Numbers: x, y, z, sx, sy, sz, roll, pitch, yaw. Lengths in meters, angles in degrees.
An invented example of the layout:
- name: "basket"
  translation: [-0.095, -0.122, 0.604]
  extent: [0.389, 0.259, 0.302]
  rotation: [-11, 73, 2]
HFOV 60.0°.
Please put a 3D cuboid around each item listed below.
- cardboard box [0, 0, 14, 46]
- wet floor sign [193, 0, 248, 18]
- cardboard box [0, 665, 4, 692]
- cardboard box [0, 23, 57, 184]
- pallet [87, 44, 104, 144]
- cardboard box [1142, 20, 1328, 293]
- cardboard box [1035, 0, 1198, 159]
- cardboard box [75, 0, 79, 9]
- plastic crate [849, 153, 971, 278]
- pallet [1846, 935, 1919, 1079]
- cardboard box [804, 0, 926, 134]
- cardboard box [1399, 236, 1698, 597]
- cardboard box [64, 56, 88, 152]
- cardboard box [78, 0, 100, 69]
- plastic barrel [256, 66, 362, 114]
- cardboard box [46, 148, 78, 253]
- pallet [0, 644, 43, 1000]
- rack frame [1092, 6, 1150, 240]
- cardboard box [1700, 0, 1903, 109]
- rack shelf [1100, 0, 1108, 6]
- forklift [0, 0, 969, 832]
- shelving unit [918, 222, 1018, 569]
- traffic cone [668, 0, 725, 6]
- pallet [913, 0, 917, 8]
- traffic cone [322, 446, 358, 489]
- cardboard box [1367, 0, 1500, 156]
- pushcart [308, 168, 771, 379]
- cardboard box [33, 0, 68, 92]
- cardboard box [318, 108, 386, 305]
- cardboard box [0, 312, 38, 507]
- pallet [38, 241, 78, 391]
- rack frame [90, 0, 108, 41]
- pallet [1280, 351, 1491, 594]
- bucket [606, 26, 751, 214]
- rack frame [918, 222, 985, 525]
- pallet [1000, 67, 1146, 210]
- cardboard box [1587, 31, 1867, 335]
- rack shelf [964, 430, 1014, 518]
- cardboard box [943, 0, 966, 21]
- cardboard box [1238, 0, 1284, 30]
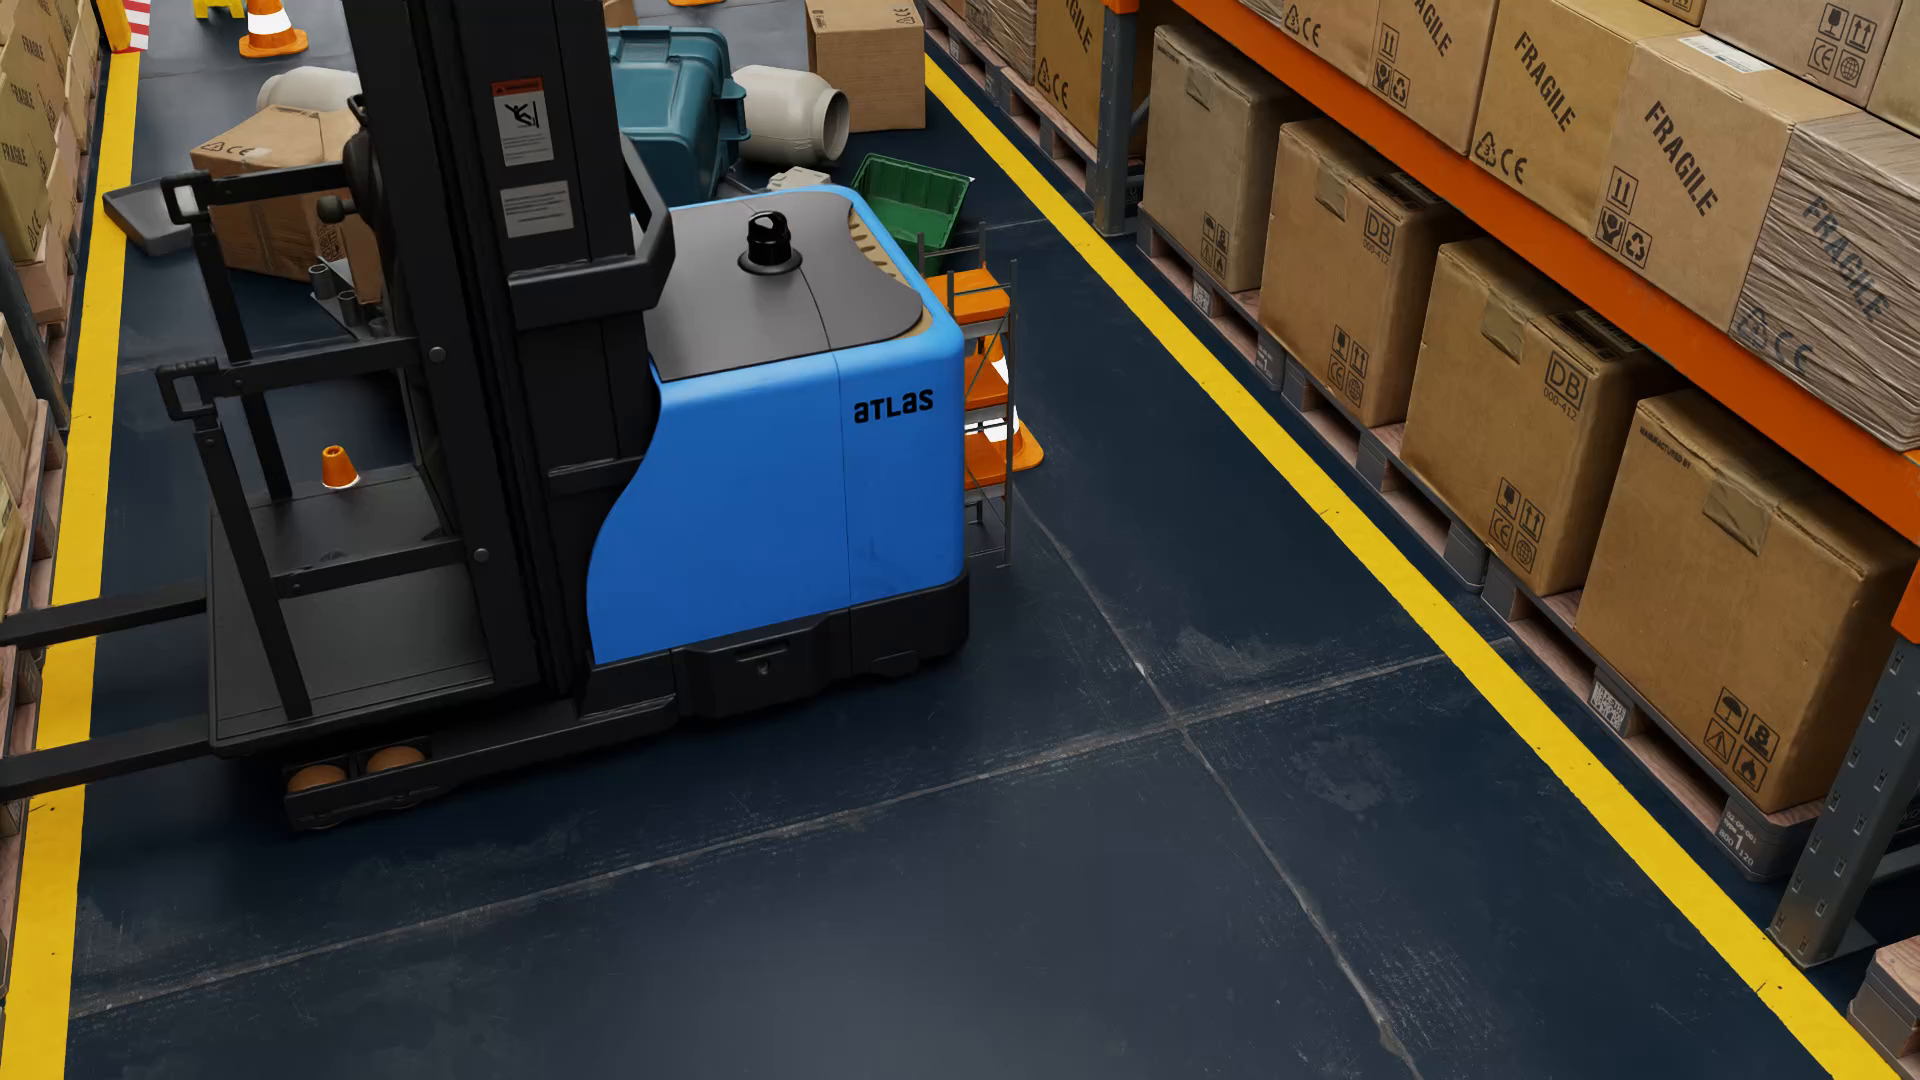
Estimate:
- name: "cardboard box"
  translation: [-3.680, -1.890, 6.040]
  extent: [0.380, 0.149, 0.250]
  rotation: [-11, 38, -14]
- name: "wet floor sign"
  translation: [-4.002, -3.148, 8.893]
  extent: [0.267, 0.644, 0.232]
  rotation: [0, 37, 0]
- name: "cardboard box"
  translation: [-2.891, 0.476, 3.960]
  extent: [0.950, 0.372, 0.625]
  rotation: [-11, 38, -14]
- name: "cardboard box"
  translation: [-3.710, -1.558, 6.138]
  extent: [0.500, 0.500, 0.500]
  rotation: [-11, 38, -14]
- name: "pallet"
  translation: [-4.669, -2.137, 7.911]
  extent: [1.003, 0.211, 1.213]
  rotation: [-12, 39, -16]
- name: "cardboard box"
  translation: [1.346, -1.519, 6.294]
  extent: [1.050, 0.750, 0.750]
  rotation: [-13, 39, -16]
- name: "cardboard box"
  translation: [0.897, -2.271, 7.188]
  extent: [0.875, 0.875, 0.875]
  rotation: [-12, 39, -15]
- name: "cardboard box"
  translation: [-4.421, -2.730, 7.694]
  extent: [0.500, 0.500, 0.500]
  rotation: [-12, 39, -16]
- name: "plastic crate"
  translation: [-0.242, -1.309, 6.783]
  extent: [0.450, 0.188, 0.662]
  rotation: [14, 38, 2]
- name: "pallet"
  translation: [2.692, 1.233, 3.437]
  extent: [1.003, 0.211, 1.213]
  rotation: [-12, 39, -16]
- name: "cardboard box"
  translation: [-0.450, -2.249, 7.818]
  extent: [0.500, 0.500, 0.500]
  rotation: [-6, 37, -8]
- name: "cardboard box"
  translation: [1.995, -0.447, 4.871]
  extent: [1.050, 0.750, 0.750]
  rotation: [-12, 39, -15]
- name: "cardboard box"
  translation: [-4.055, -1.839, 7.135]
  extent: [0.500, 0.250, 0.500]
  rotation: [-14, 39, -18]
- name: "cardboard box"
  translation: [-4.402, -2.414, 7.899]
  extent: [0.500, 0.250, 0.500]
  rotation: [-13, 39, -16]
- name: "plastic barrel"
  translation: [-2.809, -1.877, 7.390]
  extent: [0.512, 0.421, 0.421]
  rotation: [12, 39, 16]
- name: "cardboard box"
  translation: [-3.709, -1.258, 6.363]
  extent: [0.500, 0.250, 0.500]
  rotation: [-10, 38, -13]
- name: "pallet"
  translation: [-2.872, 0.744, 4.087]
  extent: [1.003, 0.211, 1.213]
  rotation: [-12, 39, -16]
- name: "rack frame"
  translation: [1.048, -2.582, 6.184]
  extent: [1.000, 3.000, 0.127]
  rotation: [-12, 39, -16]
- name: "cardboard box"
  translation: [2.104, -1.303, 3.572]
  extent: [0.700, 0.500, 0.500]
  rotation: [-13, 39, -17]
- name: "rack shelf"
  translation: [0.360, -3.424, 7.901]
  extent: [1.077, 0.370, 4.000]
  rotation: [-12, 39, -16]
- name: "forklift"
  translation: [-1.546, -0.790, 3.863]
  extent: [3.031, 2.935, 1.130]
  rotation: [-13, 39, -16]
- name: "shelving unit"
  translation: [0.018, -0.389, 4.894]
  extent: [0.215, 1.050, 0.252]
  rotation: [-12, 39, -16]
- name: "traffic cone"
  translation: [-1.479, -3.234, 9.159]
  extent: [0.336, 0.463, 0.334]
  rotation: [-12, 39, -16]
- name: "pallet"
  translation: [0.020, -3.292, 9.445]
  extent: [1.003, 0.211, 1.213]
  rotation: [-12, 39, -16]
- name: "traffic cone"
  translation: [-1.824, -0.076, 4.966]
  extent: [0.336, 0.463, 0.334]
  rotation: [-12, 39, -16]
- name: "cardboard box"
  translation: [1.495, -1.414, 4.551]
  extent: [0.500, 0.500, 0.500]
  rotation: [-12, 39, -15]
- name: "pushcart"
  translation: [-1.441, -0.953, 6.201]
  extent: [1.648, 0.377, 0.936]
  rotation: [-27, 45, -31]
- name: "cardboard box"
  translation: [-4.071, -2.149, 6.923]
  extent: [0.500, 0.500, 0.500]
  rotation: [-13, 39, -17]
- name: "cardboard box"
  translation: [-1.904, -1.189, 5.784]
  extent: [0.500, 0.500, 0.500]
  rotation: [-12, 39, -16]
- name: "cardboard box"
  translation: [-3.382, -0.322, 5.020]
  extent: [0.950, 0.372, 0.625]
  rotation: [-12, 39, -15]
- name: "pallet"
  translation: [-3.829, -0.758, 6.081]
  extent: [1.003, 0.211, 1.213]
  rotation: [-12, 39, -16]
- name: "rack frame"
  translation: [-4.941, -3.759, 7.748]
  extent: [1.000, 3.000, 0.127]
  rotation: [-12, 39, -16]
- name: "pallet"
  translation: [1.808, -0.357, 5.549]
  extent: [1.003, 0.211, 1.213]
  rotation: [-12, 39, -16]
- name: "bucket"
  translation: [-1.164, -1.481, 6.180]
  extent: [0.726, 0.611, 0.620]
  rotation: [0, 47, 0]
- name: "rack frame"
  translation: [-0.024, -0.458, 4.985]
  extent: [0.200, 1.050, 0.008]
  rotation: [-12, 39, -16]
- name: "pallet"
  translation: [0.860, -1.914, 7.615]
  extent: [1.003, 0.211, 1.213]
  rotation: [-12, 39, -16]
- name: "cardboard box"
  translation: [1.847, -0.843, 3.793]
  extent: [0.500, 0.500, 0.500]
  rotation: [-12, 39, -16]
- name: "rack shelf"
  translation: [0.018, -0.159, 5.068]
  extent: [0.215, 0.259, 0.240]
  rotation: [-12, 39, -16]
- name: "cardboard box"
  translation: [0.272, -3.294, 8.548]
  extent: [0.875, 0.875, 0.875]
  rotation: [-13, 39, -17]
- name: "cardboard box"
  translation: [1.151, -1.984, 5.308]
  extent: [0.500, 0.500, 0.500]
  rotation: [-12, 39, -16]
